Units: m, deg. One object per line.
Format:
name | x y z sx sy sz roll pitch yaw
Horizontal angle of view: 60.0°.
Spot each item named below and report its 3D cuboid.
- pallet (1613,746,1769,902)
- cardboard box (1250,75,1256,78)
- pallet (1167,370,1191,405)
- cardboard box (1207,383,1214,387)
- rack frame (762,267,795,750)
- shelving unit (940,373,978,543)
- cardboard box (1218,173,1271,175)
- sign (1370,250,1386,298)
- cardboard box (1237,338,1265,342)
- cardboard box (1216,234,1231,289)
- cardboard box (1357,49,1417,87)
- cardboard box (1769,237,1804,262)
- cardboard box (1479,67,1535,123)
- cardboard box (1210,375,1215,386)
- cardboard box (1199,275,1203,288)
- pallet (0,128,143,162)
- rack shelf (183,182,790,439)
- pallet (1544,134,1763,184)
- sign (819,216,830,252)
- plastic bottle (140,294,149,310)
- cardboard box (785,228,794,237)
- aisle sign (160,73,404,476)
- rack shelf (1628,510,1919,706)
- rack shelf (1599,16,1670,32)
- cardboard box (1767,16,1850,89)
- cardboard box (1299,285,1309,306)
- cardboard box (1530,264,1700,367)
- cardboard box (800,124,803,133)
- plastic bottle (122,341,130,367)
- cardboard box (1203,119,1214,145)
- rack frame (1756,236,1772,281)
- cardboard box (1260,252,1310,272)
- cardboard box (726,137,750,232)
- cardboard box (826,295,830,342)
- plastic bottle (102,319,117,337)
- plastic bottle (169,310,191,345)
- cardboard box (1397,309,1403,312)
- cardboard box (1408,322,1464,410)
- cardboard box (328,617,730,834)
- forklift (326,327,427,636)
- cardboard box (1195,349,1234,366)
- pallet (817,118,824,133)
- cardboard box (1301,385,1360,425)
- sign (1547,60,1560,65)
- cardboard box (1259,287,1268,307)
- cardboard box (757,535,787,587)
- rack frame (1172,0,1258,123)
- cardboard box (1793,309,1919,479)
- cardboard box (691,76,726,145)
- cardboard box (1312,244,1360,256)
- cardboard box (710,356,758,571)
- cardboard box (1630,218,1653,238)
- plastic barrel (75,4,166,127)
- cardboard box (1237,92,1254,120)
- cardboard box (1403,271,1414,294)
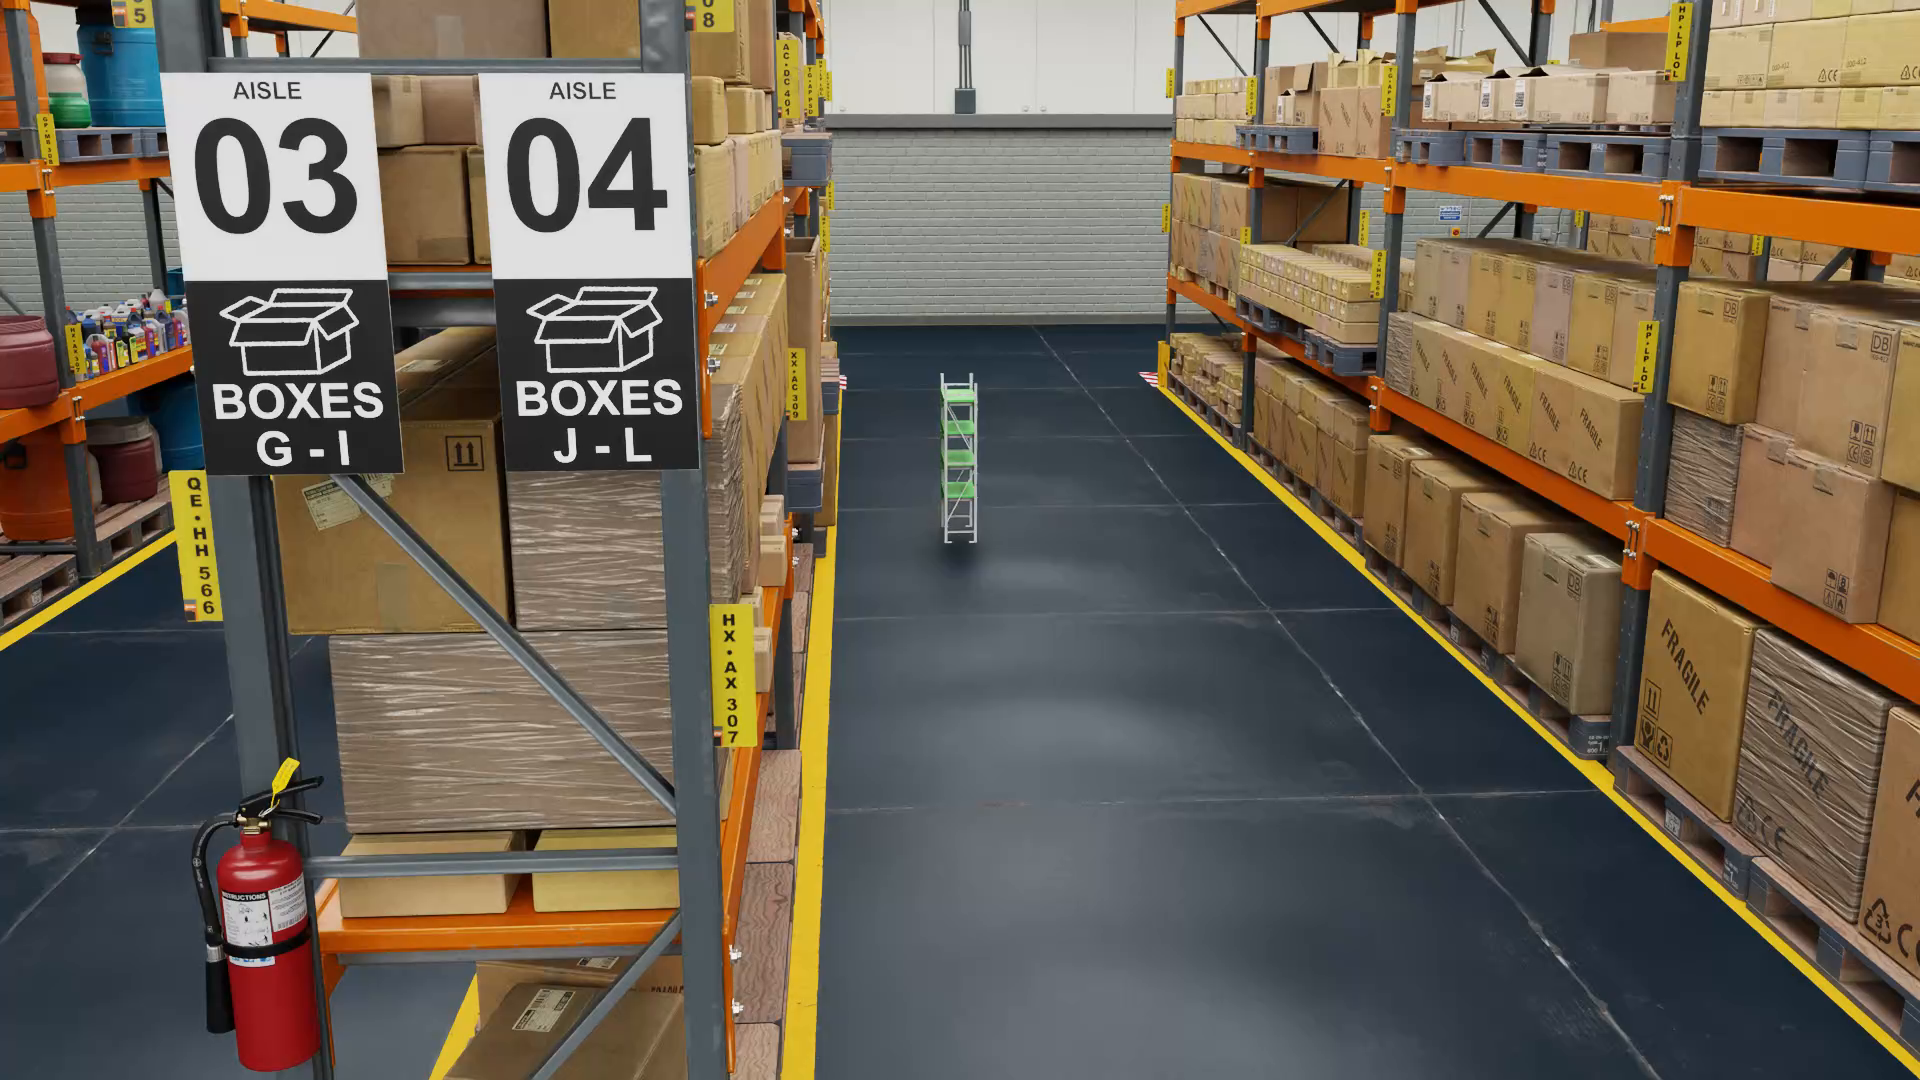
pallet | 3.640 1.219 7.366 1.003 0.211 1.213 -1 14 -3
cardboard box | 2.883 -4.201 15.310 0.380 0.149 0.250 -2 15 -6
pallet | 2.948 -1.735 18.844 1.003 0.211 1.213 -1 14 -3
cardboard box | 2.798 -1.550 17.409 0.380 0.149 0.250 -1 14 -2
rack frame | -1.285 -0.271 7.559 1.000 3.000 0.127 -1 14 -3
shelving unit | -0.010 -0.622 12.537 0.258 1.200 0.503 -1 14 -3
cardboard box | 3.204 -3.873 18.756 0.500 0.500 0.500 -1 14 -5
sign | 2.882 -1.829 11.449 0.100 0.325 0.005 -1 14 -3
cardboard box | 3.315 -2.164 18.601 0.380 0.149 0.250 -1 14 -5
cardboard box | 2.833 -2.749 16.394 0.500 0.500 0.500 -1 14 -5
cardboard box | 3.092 -3.413 12.014 0.396 0.266 0.258 -1 14 -3
cardboard box | 7.850 -2.832 15.306 0.500 0.500 0.500 -1 14 -3
cardboard box | 3.312 -2.543 9.504 0.500 0.311 0.500 -1 14 -4
cardboard box | 2.826 -1.679 17.315 0.380 0.149 0.250 -2 15 -6
cardboard box | 2.773 -2.777 17.803 0.380 0.149 0.250 -1 14 -5
pallet | -6.426 -2.742 11.523 1.003 0.211 1.213 -1 14 -3
rack shelf | -1.161 -0.878 5.341 1.077 0.370 4.000 -1 14 -3
pallet | 3.565 -1.909 8.292 0.805 0.209 1.217 -1 15 -6
sign | -1.240 -2.793 15.199 0.100 0.325 0.005 -1 14 -3
plastic bottle | -7.119 -1.996 14.500 0.061 0.283 0.133 -1 14 -3
cardboard box | -1.562 -1.982 11.995 0.797 0.503 0.637 0 14 -2
aisle sign | -1.333 -0.515 3.290 0.394 0.787 0.004 -1 14 -3
rack shelf | 3.795 0.524 5.915 1.077 0.370 4.000 -1 14 -3
rack shelf | 7.986 -5.274 17.211 1.077 0.370 4.000 -1 14 -3
cardboard box | 3.455 -1.847 6.324 0.500 0.250 0.500 -1 14 -4
cardboard box | 2.873 -1.914 13.012 0.380 0.149 0.250 -1 14 -4
cardboard box | 3.570 -1.232 9.087 0.700 0.500 0.500 -1 14 -3
cardboard box | -1.215 -2.408 10.146 0.500 0.250 0.500 -1 14 -4
plastic bottle | -6.198 -1.383 12.280 0.097 0.201 0.097 0 14 0
cardboard box | 2.795 -4.183 17.047 0.500 0.250 0.500 -1 14 -4
rack frame | 8.110 -2.413 15.886 1.000 3.000 0.127 -1 14 -3
cardboard box | 2.791 -2.381 14.229 0.380 0.149 0.250 -1 14 -4
cardboard box | -0.874 -1.031 4.796 0.500 0.250 0.500 -1 14 -4
cardboard box | -1.909 -2.272 18.756 0.875 0.875 0.875 -1 14 -3
plastic bottle | -6.881 -1.685 13.455 0.097 0.201 0.097 0 14 0
plastic bottle | -6.301 -1.723 13.453 0.152 0.276 0.135 -1 14 -3
cardboard box | 3.545 -1.714 12.829 0.380 0.149 0.250 0 14 -1
cardboard box | 3.216 -1.123 10.671 0.500 0.500 0.500 -1 14 -4
cardboard box | -1.044 0.394 4.176 0.875 0.500 0.500 -1 14 -3
forklift | -3.369 -1.043 10.696 1.130 2.935 3.031 -1 14 -2
cardboard box | 2.723 -1.955 17.789 0.380 0.149 0.250 -1 14 -3
pallet | -1.894 -4.176 16.897 1.003 0.211 1.213 -1 14 -3
cardboard box | 3.062 -1.091 13.416 0.500 0.250 0.500 -1 14 -2
sign | 3.978 -3.065 11.202 0.100 0.325 0.005 -1 14 -3
cardboard box | 2.790 -2.095 14.310 0.380 0.149 0.250 -1 14 -3
cardboard box | -0.890 0.086 6.677 0.380 0.149 0.250 -1 14 -3
rack frame | 2.928 -6.212 18.610 1.000 3.000 0.127 -1 14 -3
cardboard box | 3.706 -0.554 6.192 0.875 0.550 0.550 -1 14 -3
cardboard box | -0.743 -0.987 3.824 0.380 0.149 0.250 -1 14 -2
cardboard box | 3.395 -2.585 15.020 0.380 0.149 0.250 0 14 -1
cardboard box | -0.824 -0.218 4.550 0.500 0.500 0.500 -1 14 -3
cardboard box | 7.686 -3.561 18.138 0.500 0.500 0.500 -1 14 -4
plastic barrel | -6.466 -3.661 12.865 0.600 0.901 0.708 -1 14 -3
cardboard box | 2.893 -4.045 15.505 0.500 0.250 0.500 -2 15 -6
cardboard box | 3.558 -1.933 12.485 0.380 0.149 0.250 -1 14 -4
